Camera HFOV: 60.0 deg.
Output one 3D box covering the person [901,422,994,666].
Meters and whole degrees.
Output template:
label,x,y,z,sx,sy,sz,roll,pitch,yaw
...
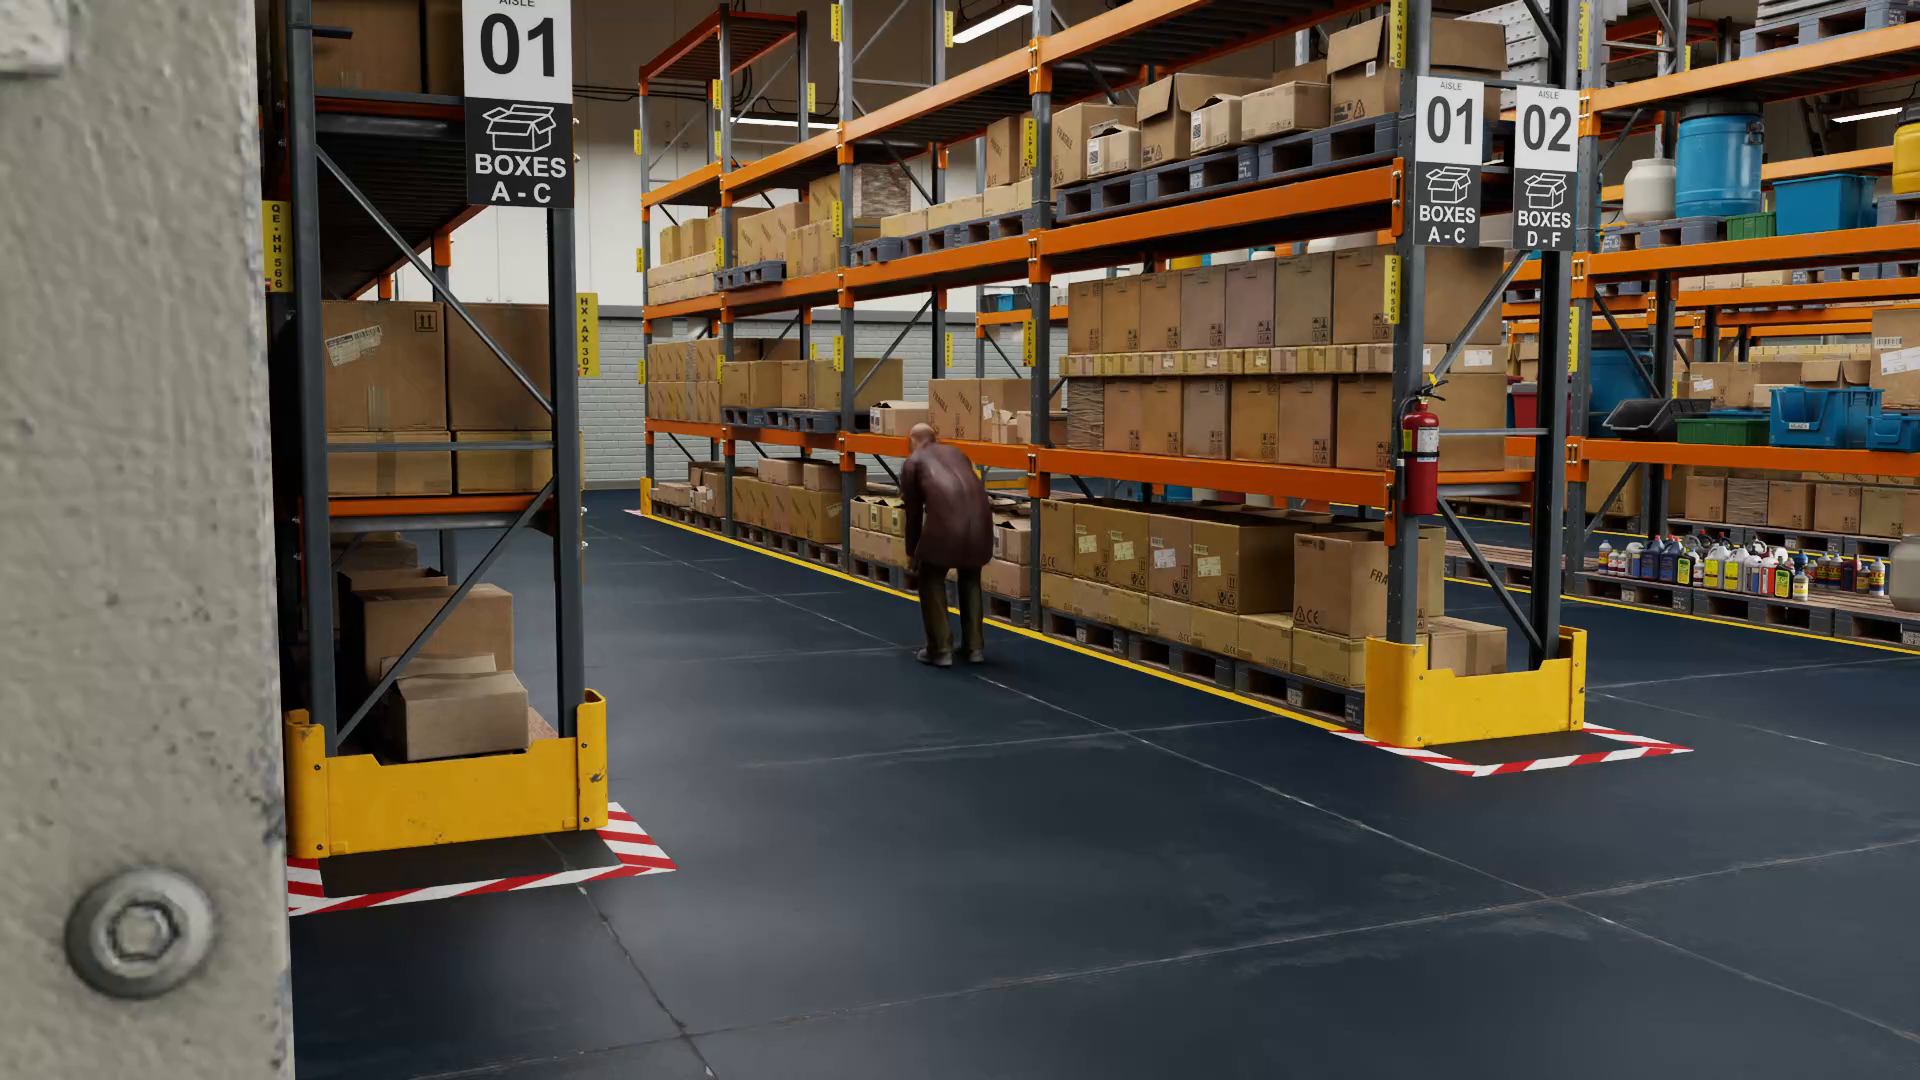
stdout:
label,x,y,z,sx,sy,sz,roll,pitch,yaw
person,-0.108,0.050,10.596,0.545,1.429,0.815,-2,6,-24
